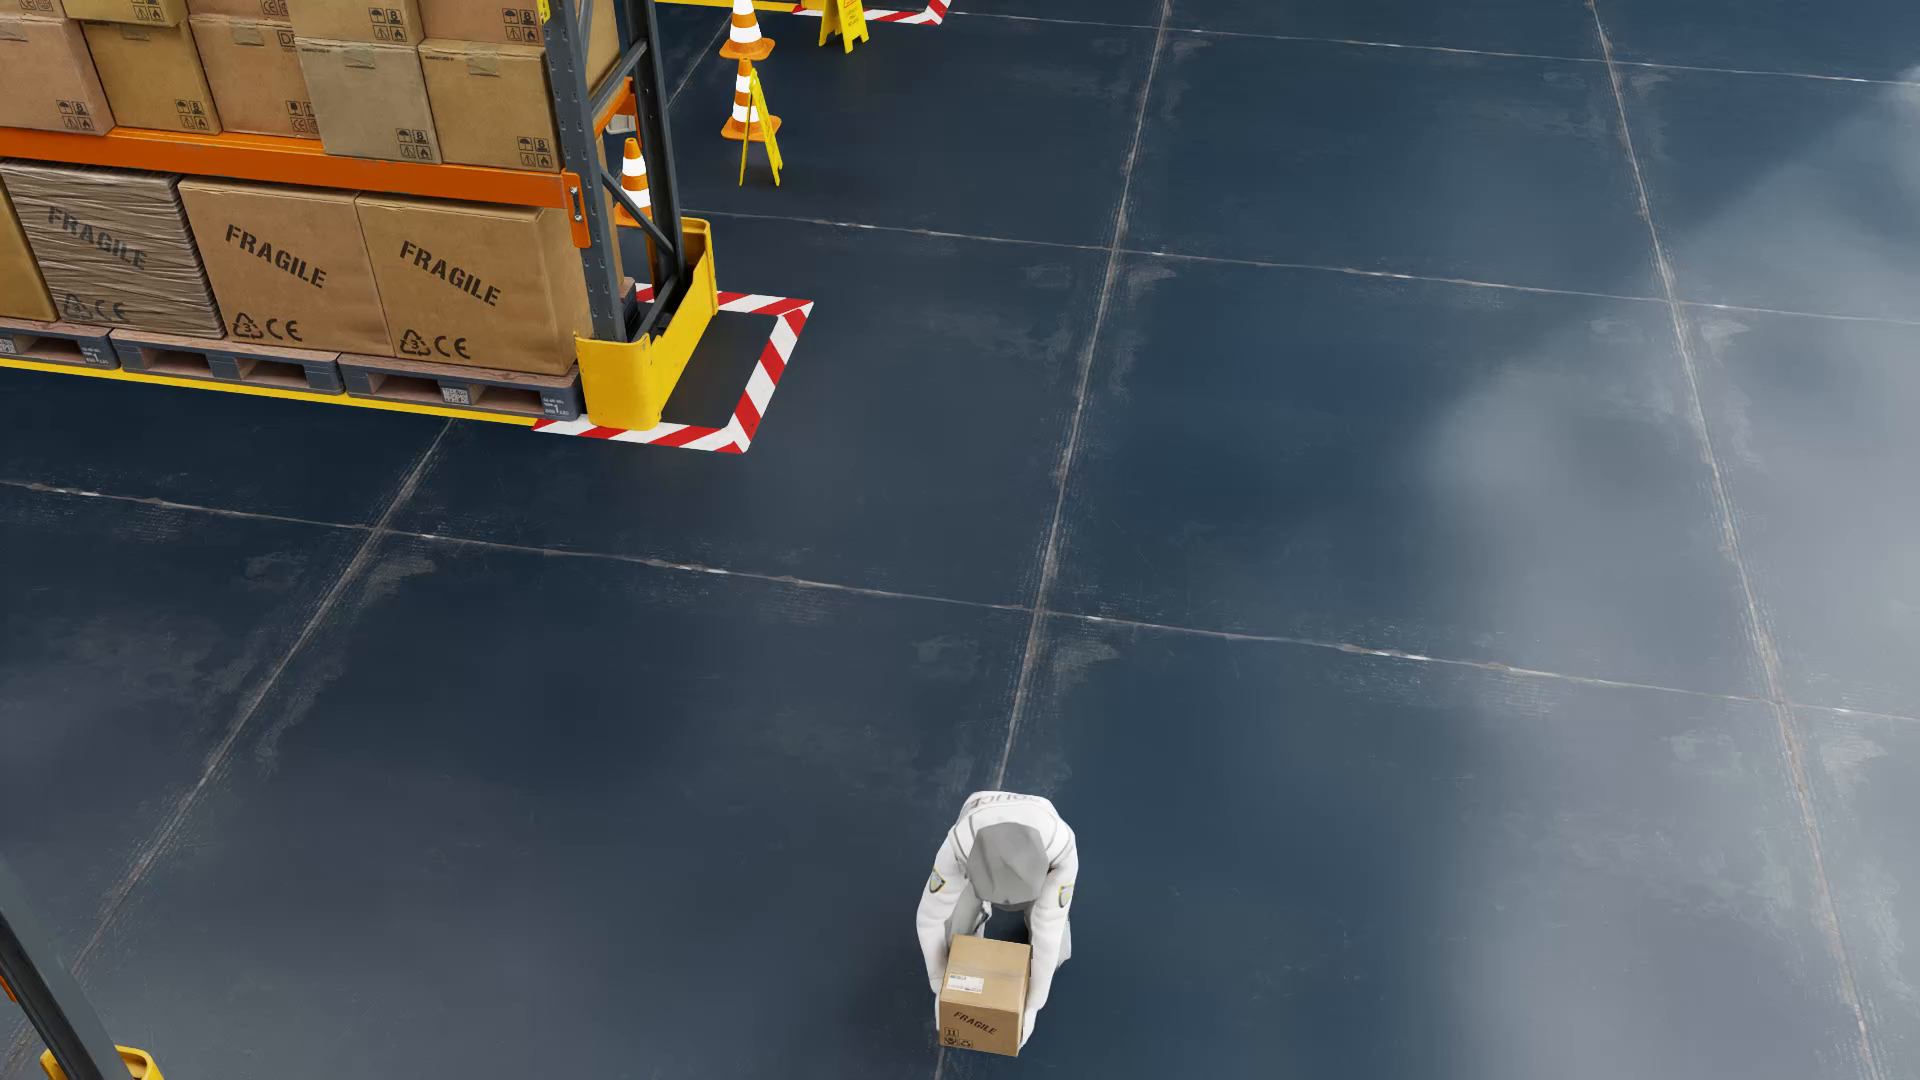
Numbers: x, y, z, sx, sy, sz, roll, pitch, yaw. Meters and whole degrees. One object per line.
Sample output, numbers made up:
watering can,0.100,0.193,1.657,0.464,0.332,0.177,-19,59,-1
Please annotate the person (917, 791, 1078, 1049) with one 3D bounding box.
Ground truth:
person,0.132,1.117,5.410,0.502,0.966,0.817,6,41,7
